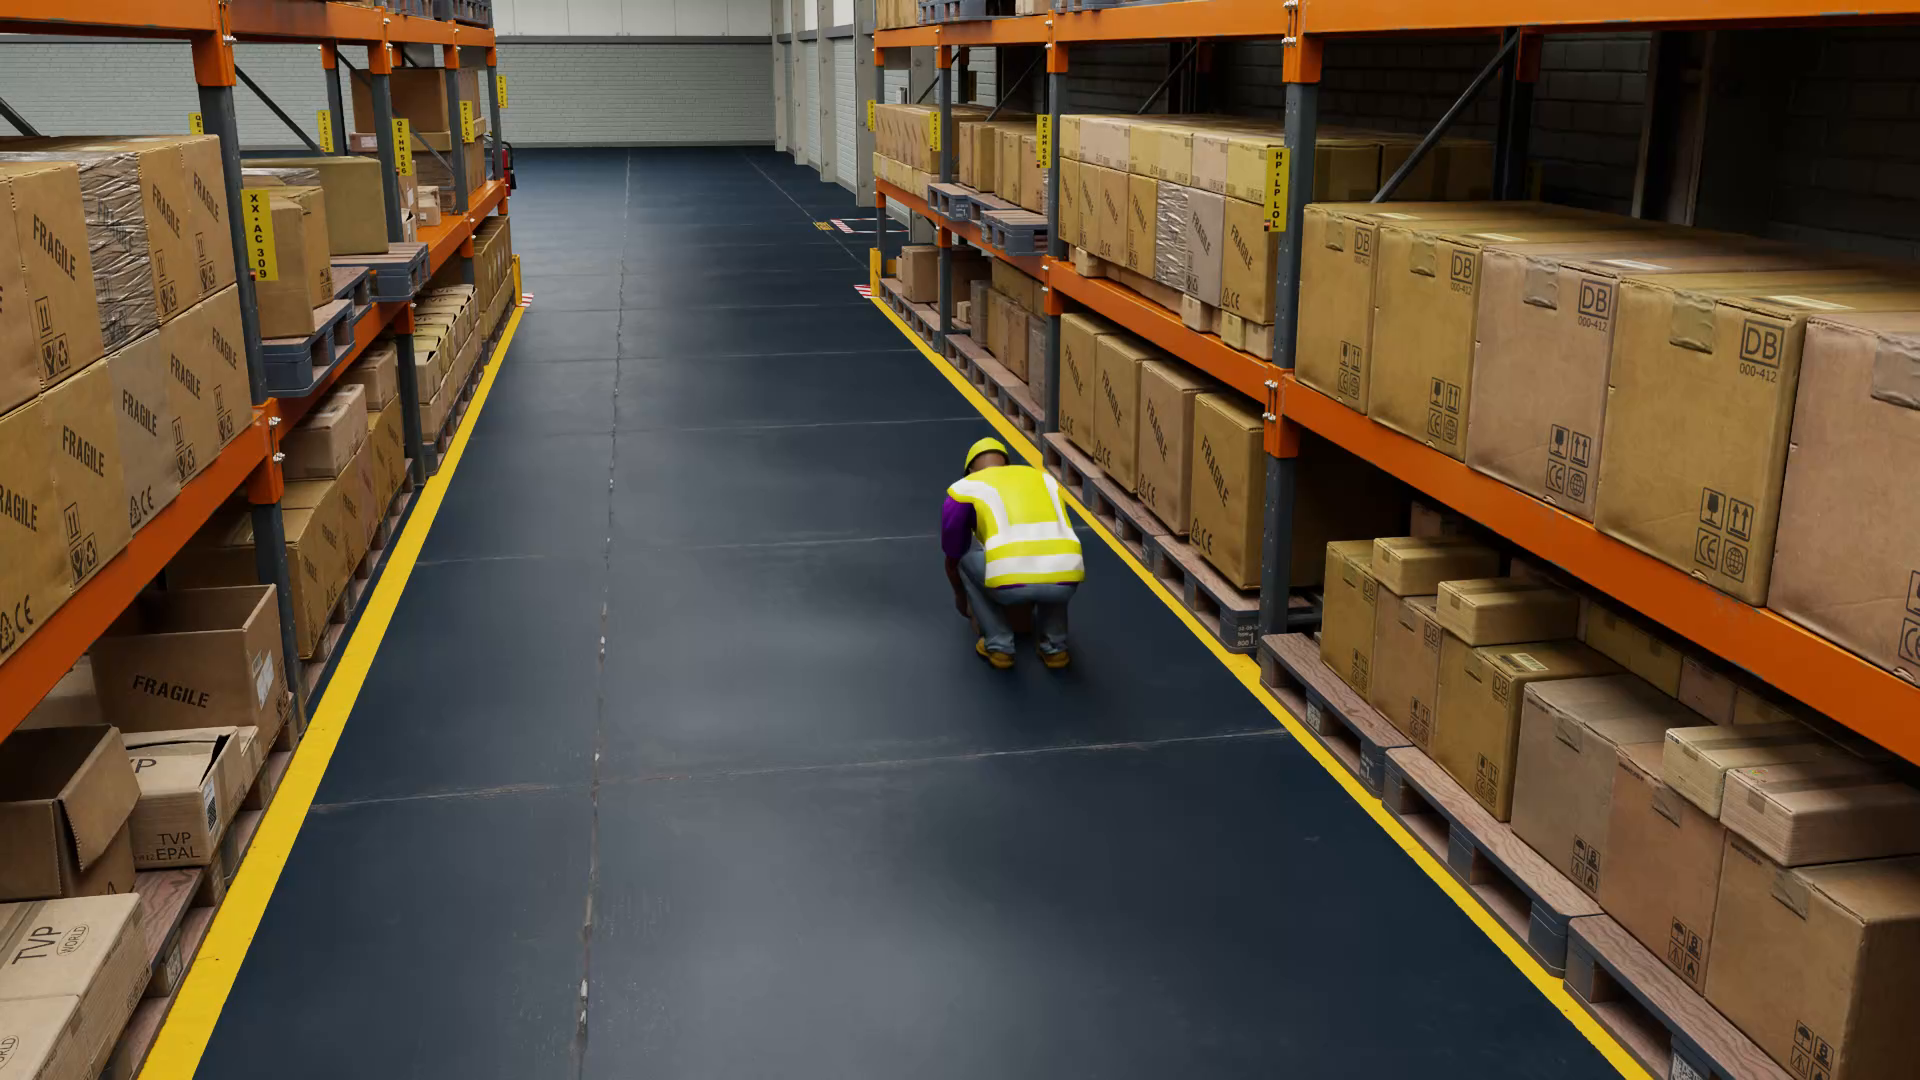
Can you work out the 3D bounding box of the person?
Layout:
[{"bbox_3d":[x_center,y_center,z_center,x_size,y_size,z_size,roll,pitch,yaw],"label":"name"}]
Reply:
[{"bbox_3d":[0.216,0.065,7.326,0.567,0.903,0.896,-3,17,-10],"label":"person"}]
